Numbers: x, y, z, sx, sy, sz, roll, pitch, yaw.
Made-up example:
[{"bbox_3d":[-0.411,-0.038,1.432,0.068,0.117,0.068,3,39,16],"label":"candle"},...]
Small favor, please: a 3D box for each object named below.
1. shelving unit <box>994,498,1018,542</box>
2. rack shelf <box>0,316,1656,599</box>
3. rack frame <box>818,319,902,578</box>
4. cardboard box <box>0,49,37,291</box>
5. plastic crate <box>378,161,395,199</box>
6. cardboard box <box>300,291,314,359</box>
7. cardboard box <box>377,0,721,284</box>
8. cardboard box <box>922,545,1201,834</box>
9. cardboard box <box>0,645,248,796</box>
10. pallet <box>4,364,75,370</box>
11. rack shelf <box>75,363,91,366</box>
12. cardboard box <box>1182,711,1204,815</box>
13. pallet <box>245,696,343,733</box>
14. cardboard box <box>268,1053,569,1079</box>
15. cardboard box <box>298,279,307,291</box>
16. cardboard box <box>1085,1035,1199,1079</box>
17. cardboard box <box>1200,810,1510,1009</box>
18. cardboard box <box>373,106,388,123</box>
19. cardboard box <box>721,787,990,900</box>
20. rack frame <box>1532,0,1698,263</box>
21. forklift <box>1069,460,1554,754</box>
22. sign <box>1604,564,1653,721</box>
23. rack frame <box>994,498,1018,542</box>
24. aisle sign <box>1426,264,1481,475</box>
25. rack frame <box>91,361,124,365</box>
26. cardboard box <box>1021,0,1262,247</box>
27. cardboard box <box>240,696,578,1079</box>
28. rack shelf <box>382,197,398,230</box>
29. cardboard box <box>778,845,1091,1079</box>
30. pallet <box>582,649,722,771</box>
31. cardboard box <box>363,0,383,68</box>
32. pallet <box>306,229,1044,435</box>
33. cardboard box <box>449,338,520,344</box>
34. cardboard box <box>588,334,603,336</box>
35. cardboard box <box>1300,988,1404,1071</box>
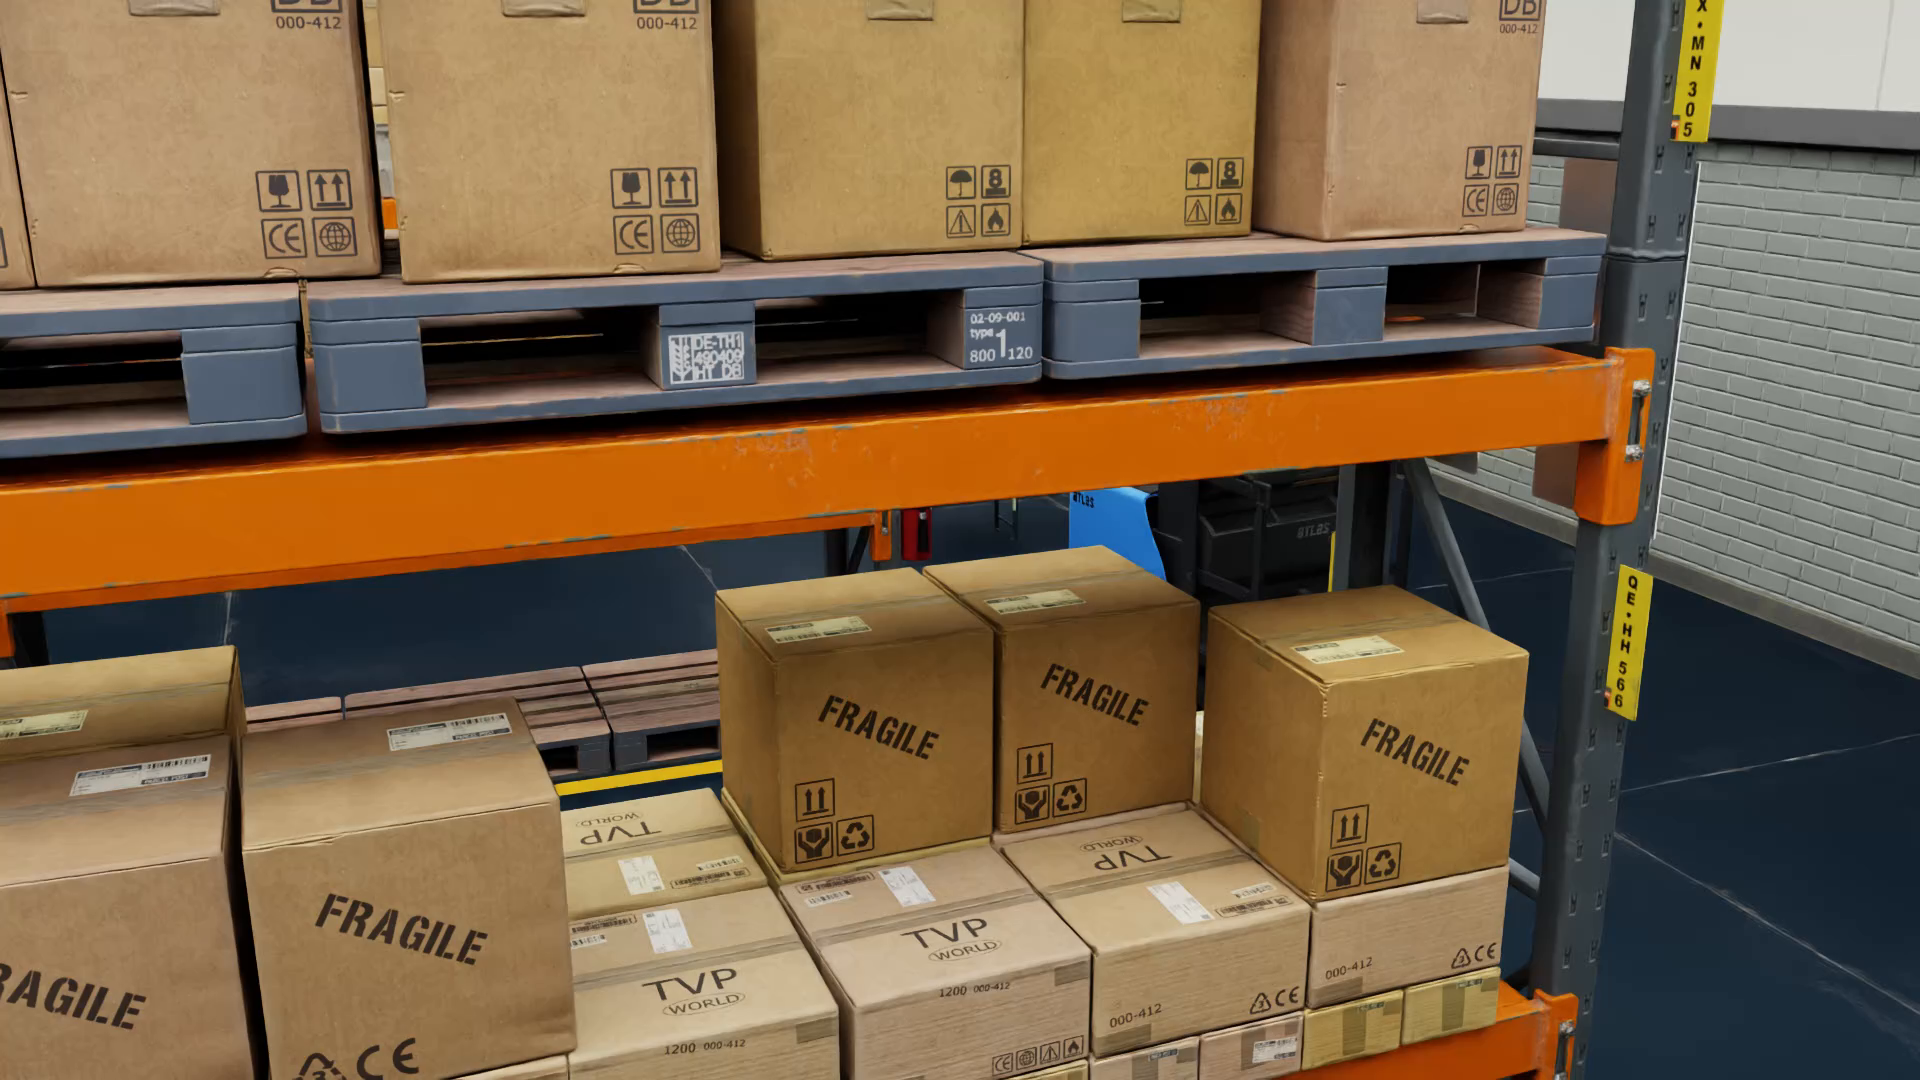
[{"bbox_3d":[-0.006,-0.719,11.885,0.755,1.500,0.431,-6,17,-20],"label":"shelving unit"},{"bbox_3d":[-0.624,-0.148,3.232,4.000,0.370,1.077,-6,17,-20],"label":"rack shelf"},{"bbox_3d":[-0.529,-0.559,8.678,0.127,3.000,1.000,-6,17,-20],"label":"rack frame"},{"bbox_3d":[-1.782,-0.684,2.679,0.500,0.500,0.700,-7,18,-23],"label":"cardboard box"},{"bbox_3d":[-2.370,-1.598,7.360,0.530,0.136,0.437,-6,17,-20],"label":"plastic crate"},{"bbox_3d":[-4.515,-1.589,12.009,0.500,0.500,0.500,-6,17,-20],"label":"cardboard box"},{"bbox_3d":[-0.740,-0.752,2.912,0.500,0.500,0.700,-5,17,-18],"label":"cardboard box"},{"bbox_3d":[0.232,0.341,4.019,0.500,0.500,0.500,-7,18,-21],"label":"cardboard box"},{"bbox_3d":[-1.689,0.551,3.306,0.500,0.500,0.500,-6,17,-20],"label":"cardboard box"},{"bbox_3d":[-6.818,-1.315,11.594,1.213,0.211,1.003,-6,17,-20],"label":"pallet"},{"bbox_3d":[-7.901,-0.912,11.158,4.000,0.370,1.077,-6,17,-20],"label":"rack shelf"},{"bbox_3d":[0.699,0.651,4.296,0.500,0.250,0.500,-7,18,-22],"label":"cardboard box"},{"bbox_3d":[-3.591,1.098,7.984,1.213,0.211,1.003,-6,17,-20],"label":"pallet"},{"bbox_3d":[-1.011,0.996,3.122,0.500,0.250,0.500,-6,17,-19],"label":"cardboard box"},{"bbox_3d":[-4.530,-2.064,11.852,0.500,0.500,0.500,-7,18,-22],"label":"cardboard box"},{"bbox_3d":[0.317,1.064,3.597,0.250,0.149,0.380,-6,17,-19],"label":"cardboard box"},{"bbox_3d":[0.886,0.792,3.815,0.500,0.250,0.500,-6,18,-21],"label":"cardboard box"},{"bbox_3d":[-4.089,-2.961,11.800,0.500,0.250,0.500,-6,17,-20],"label":"cardboard box"},{"bbox_3d":[-0.255,0.755,3.943,0.500,0.250,0.500,-7,18,-22],"label":"cardboard box"},{"bbox_3d":[1.243,-2.134,3.395,0.127,3.000,1.000,-6,17,-20],"label":"rack frame"},{"bbox_3d":[1.796,-0.517,8.658,1.130,2.935,3.031,-9,19,-28],"label":"forklift"},{"bbox_3d":[1.425,0.219,3.553,0.005,0.325,0.100,-6,17,-20],"label":"sign"},{"bbox_3d":[0.336,-0.756,12.010,0.023,1.500,0.400,-6,17,-20],"label":"rack frame"},{"bbox_3d":[1.203,-0.589,4.167,0.004,0.787,0.394,-6,17,-20],"label":"aisle sign"},{"bbox_3d":[-6.033,-1.459,11.744,0.127,3.000,1.000,-6,17,-20],"label":"rack frame"},{"bbox_3d":[0.208,-0.901,3.418,0.500,0.500,0.700,-7,18,-22],"label":"cardboard box"},{"bbox_3d":[-1.006,0.635,3.021,0.500,0.500,0.500,-7,18,-22],"label":"cardboard box"},{"bbox_3d":[-2.396,-1.451,7.670,4.000,0.370,1.077,-6,17,-20],"label":"rack shelf"},{"bbox_3d":[-0.063,0.895,3.467,0.500,0.250,0.500,-7,18,-22],"label":"cardboard box"},{"bbox_3d":[-1.313,0.852,8.822,1.213,0.211,1.003,-6,17,-20],"label":"pallet"},{"bbox_3d":[-4.198,-3.641,11.897,0.500,0.500,0.700,-6,17,-20],"label":"cardboard box"},{"bbox_3d":[-0.587,-0.451,3.143,1.213,0.211,1.003,-6,17,-20],"label":"pallet"},{"bbox_3d":[-3.570,-1.692,12.358,0.500,0.500,0.500,-6,17,-20],"label":"cardboard box"},{"bbox_3d":[-2.619,-1.794,12.705,0.500,0.500,0.500,-6,17,-18],"label":"cardboard box"},{"bbox_3d":[0.787,1.014,3.767,0.250,0.149,0.380,-6,17,-20],"label":"cardboard box"}]
